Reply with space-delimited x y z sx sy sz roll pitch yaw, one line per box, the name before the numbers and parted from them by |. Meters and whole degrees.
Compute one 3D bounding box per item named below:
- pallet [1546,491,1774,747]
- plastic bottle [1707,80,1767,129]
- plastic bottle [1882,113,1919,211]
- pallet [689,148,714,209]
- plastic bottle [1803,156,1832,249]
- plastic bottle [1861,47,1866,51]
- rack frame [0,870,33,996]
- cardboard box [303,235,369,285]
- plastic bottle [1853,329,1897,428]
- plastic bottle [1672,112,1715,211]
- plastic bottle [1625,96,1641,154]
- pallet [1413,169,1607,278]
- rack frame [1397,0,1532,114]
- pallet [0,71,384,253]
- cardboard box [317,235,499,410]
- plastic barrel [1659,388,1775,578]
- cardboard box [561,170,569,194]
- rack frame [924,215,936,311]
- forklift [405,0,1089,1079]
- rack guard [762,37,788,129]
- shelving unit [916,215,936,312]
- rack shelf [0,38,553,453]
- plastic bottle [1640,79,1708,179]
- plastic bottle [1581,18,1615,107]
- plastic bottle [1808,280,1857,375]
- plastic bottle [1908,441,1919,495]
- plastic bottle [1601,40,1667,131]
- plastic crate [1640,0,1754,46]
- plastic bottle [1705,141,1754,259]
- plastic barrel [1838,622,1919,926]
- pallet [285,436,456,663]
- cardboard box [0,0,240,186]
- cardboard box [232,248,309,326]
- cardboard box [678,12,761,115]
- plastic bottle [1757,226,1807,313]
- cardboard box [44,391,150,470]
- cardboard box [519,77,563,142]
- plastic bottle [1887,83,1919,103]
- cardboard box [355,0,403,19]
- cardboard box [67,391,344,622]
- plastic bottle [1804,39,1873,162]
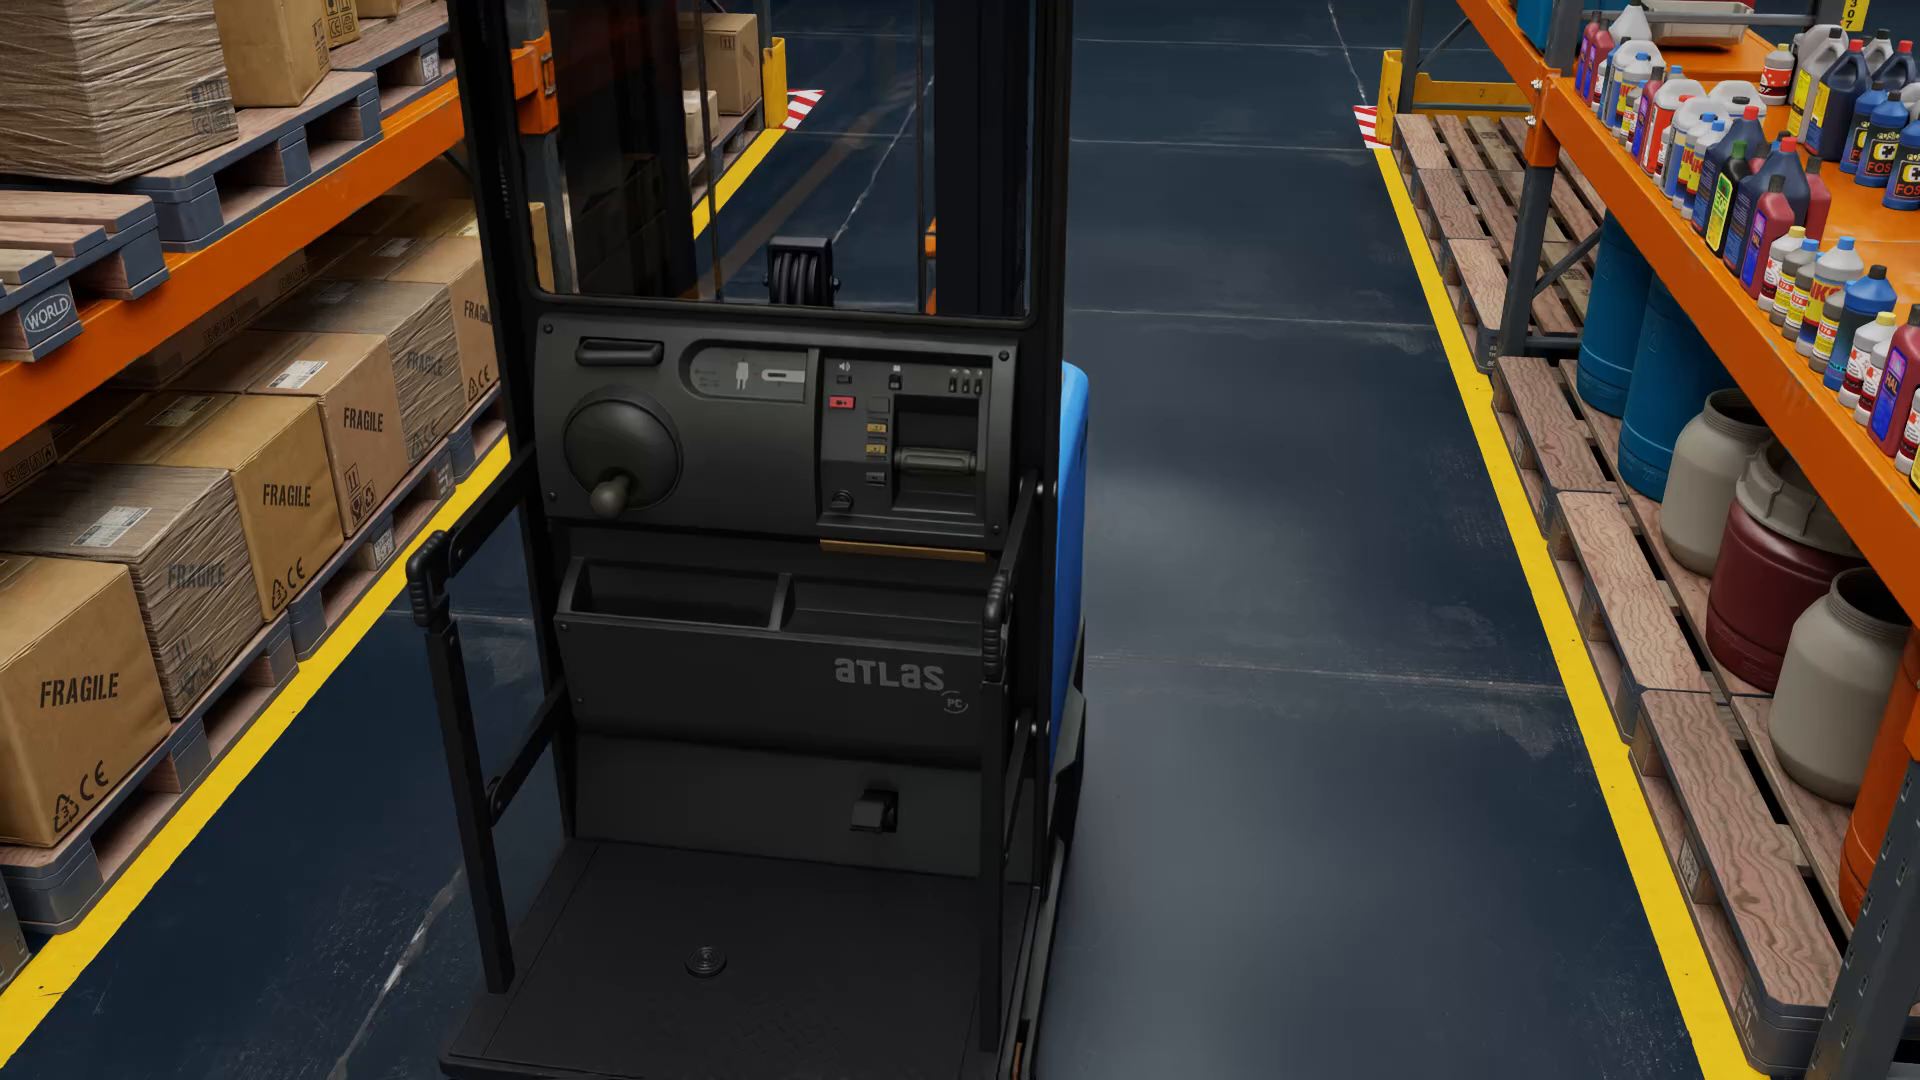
pallet | 2.435 0.237 5.087 1.003 0.211 1.213 3 28 6
plastic bottle | 2.320 -1.232 5.005 0.152 0.276 0.135 3 28 6
plastic bottle | 2.713 -1.083 4.733 0.097 0.271 0.097 0 28 0
pallet | -1.966 -1.888 9.032 1.003 0.211 1.213 3 28 6
plastic bottle | 2.159 -0.825 4.241 0.061 0.283 0.133 3 28 6
plastic bottle | 2.945 -1.496 5.496 0.152 0.276 0.135 3 28 6
rack frame | -2.688 -0.334 3.207 1.000 3.000 0.127 3 28 6
cardboard box | -2.553 -0.845 6.327 0.500 0.500 0.500 4 29 7
plastic bottle | 1.914 -0.334 3.417 0.097 0.201 0.097 0 28 0
plastic bottle | 2.100 -1.077 4.722 0.097 0.271 0.097 0 28 0
plastic bottle | 2.173 -1.327 5.260 0.097 0.201 0.097 0 28 0
pallet | 2.916 -1.624 8.542 1.003 0.211 1.213 3 28 6
rack frame | 3.208 -3.810 9.659 1.000 3.000 0.127 3 28 6
pallet | -2.454 -1.165 4.952 1.003 0.211 1.213 3 28 6
cardboard box | -2.043 -0.829 6.298 0.500 0.500 0.500 3 29 6
plastic barrel | 2.389 -0.168 5.079 0.421 0.512 0.421 0 28 0
cardboard box | -1.836 -1.756 8.370 0.380 0.166 0.250 3 28 6
rack frame | -0.010 -0.491 5.397 0.240 1.200 0.015 3 28 6
forklift | -0.390 -0.169 2.972 1.130 2.935 3.031 4 29 8
rack guard | -1.717 -2.963 10.724 1.175 0.500 0.348 3 28 6
shelving unit | 0.020 -0.606 5.610 0.258 1.200 0.503 3 28 6
rack shelf | -2.443 -0.959 5.125 1.077 0.370 4.000 3 28 6
plastic bottle | 2.169 -1.241 5.022 0.152 0.276 0.135 3 28 6
plastic bottle | 2.233 -1.665 5.801 0.061 0.283 0.133 3 28 6
plastic bottle | 1.950 -0.471 3.672 0.097 0.201 0.097 0 28 0
plastic bottle | 1.854 -0.208 3.097 0.061 0.283 0.133 3 28 6
plastic bottle | 2.238 -1.505 5.511 0.152 0.276 0.135 3 28 6
plastic crate | 2.917 -2.048 6.604 0.396 0.136 0.243 3 28 6
plastic bottle | 2.033 -0.896 4.373 0.061 0.283 0.133 3 28 6
plastic barrel | 2.271 0.495 3.514 0.600 0.830 0.708 3 28 6
pallet | -2.407 -0.028 5.580 1.003 0.211 1.213 3 28 6
cardboard box | -2.421 -1.285 4.425 0.700 0.500 0.500 9 30 16
cardboard box | -2.622 -0.956 5.743 0.500 0.250 0.500 3 29 6
cardboard box | -1.530 -2.923 10.184 0.500 0.500 0.500 3 28 6
plastic bottle | 1.998 -0.655 4.012 0.097 0.201 0.097 0 28 0
cardboard box | -2.743 -0.125 4.990 0.500 0.500 0.500 2 28 4
cardboard box | -1.973 -2.196 8.832 0.797 0.503 0.637 3 28 6
plastic bottle | 2.884 -1.259 5.055 0.152 0.276 0.135 3 28 6
cardboard box | -2.478 -2.236 6.189 0.700 0.500 0.500 -6 29 -11
cardboard box | -2.224 -0.107 4.958 0.500 0.500 0.500 3 28 6
plastic bottle | 2.764 -1.375 5.192 0.144 0.351 0.185 3 28 6
